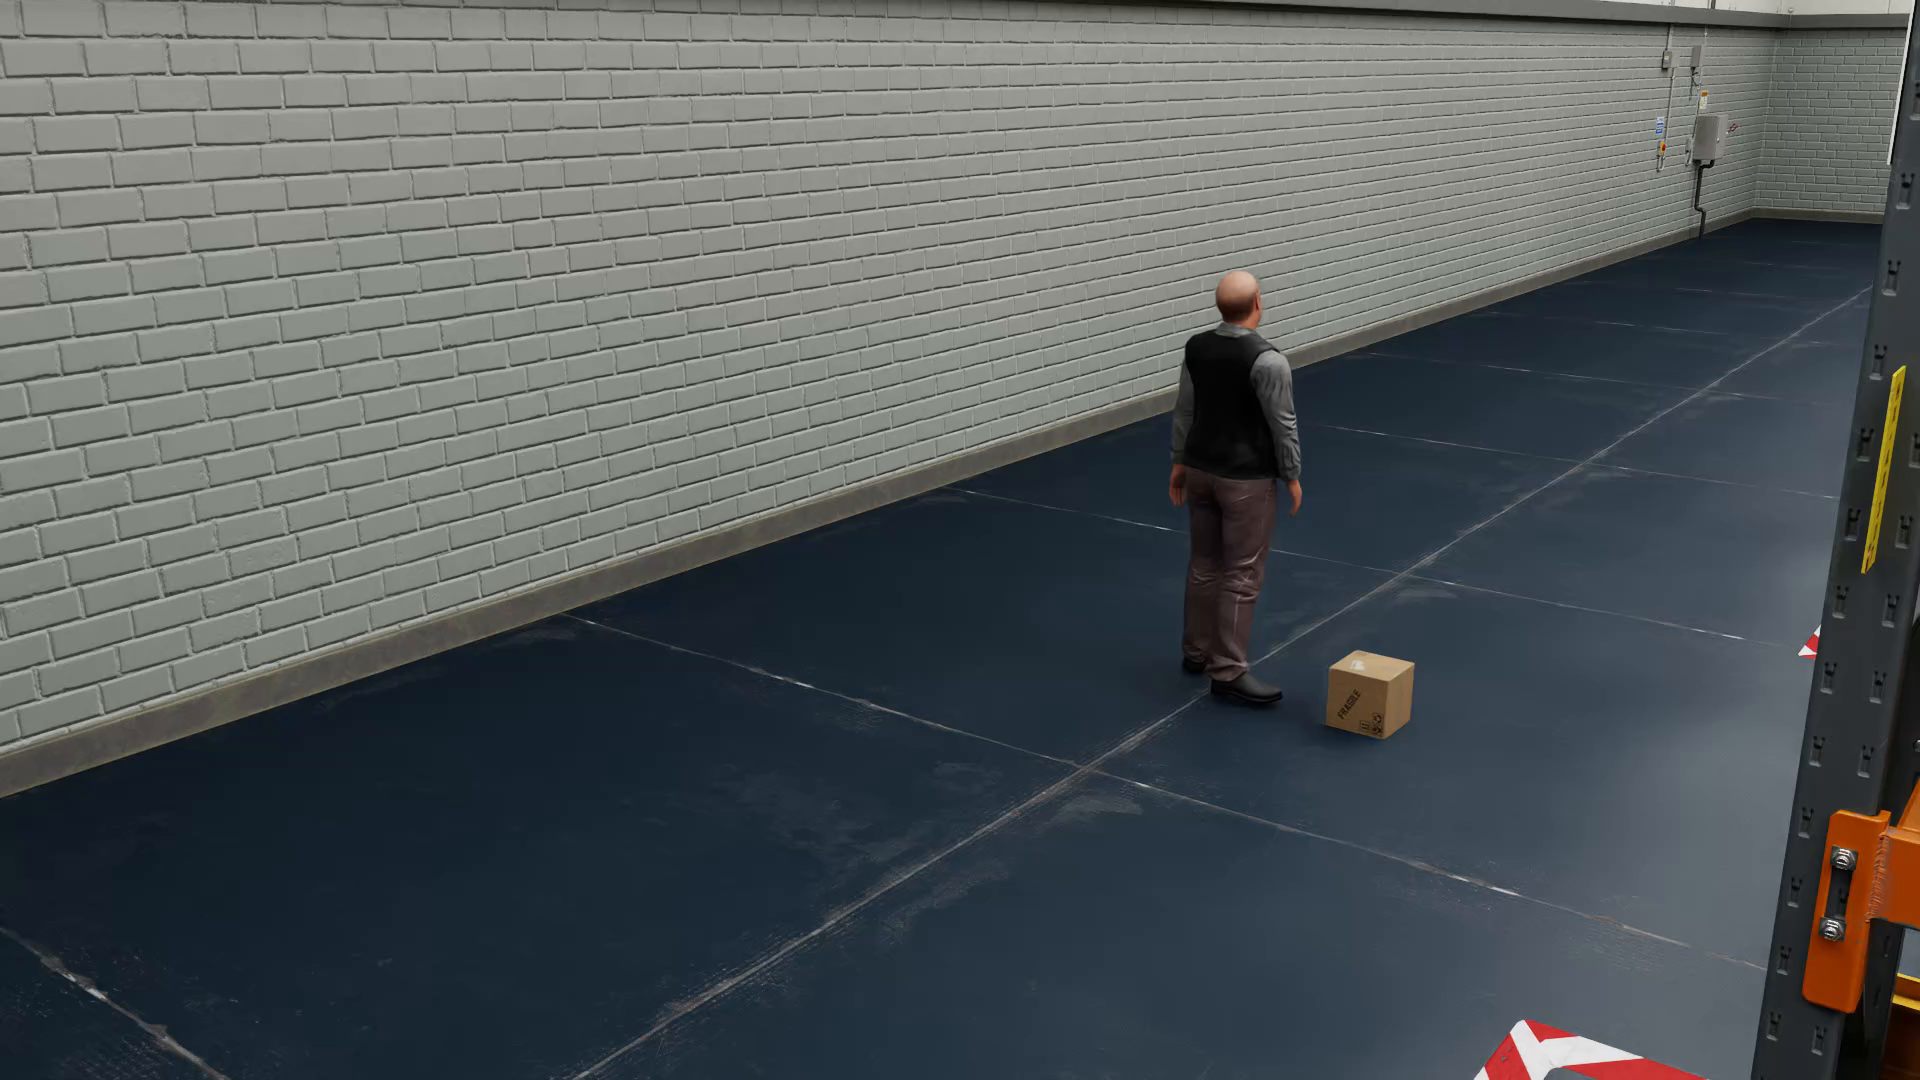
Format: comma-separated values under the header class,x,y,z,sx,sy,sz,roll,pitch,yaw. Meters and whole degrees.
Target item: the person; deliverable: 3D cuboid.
class,x,y,z,sx,sy,sz,roll,pitch,yaw
person,1.142,-0.229,6.819,0.432,1.727,0.665,-13,21,-37
